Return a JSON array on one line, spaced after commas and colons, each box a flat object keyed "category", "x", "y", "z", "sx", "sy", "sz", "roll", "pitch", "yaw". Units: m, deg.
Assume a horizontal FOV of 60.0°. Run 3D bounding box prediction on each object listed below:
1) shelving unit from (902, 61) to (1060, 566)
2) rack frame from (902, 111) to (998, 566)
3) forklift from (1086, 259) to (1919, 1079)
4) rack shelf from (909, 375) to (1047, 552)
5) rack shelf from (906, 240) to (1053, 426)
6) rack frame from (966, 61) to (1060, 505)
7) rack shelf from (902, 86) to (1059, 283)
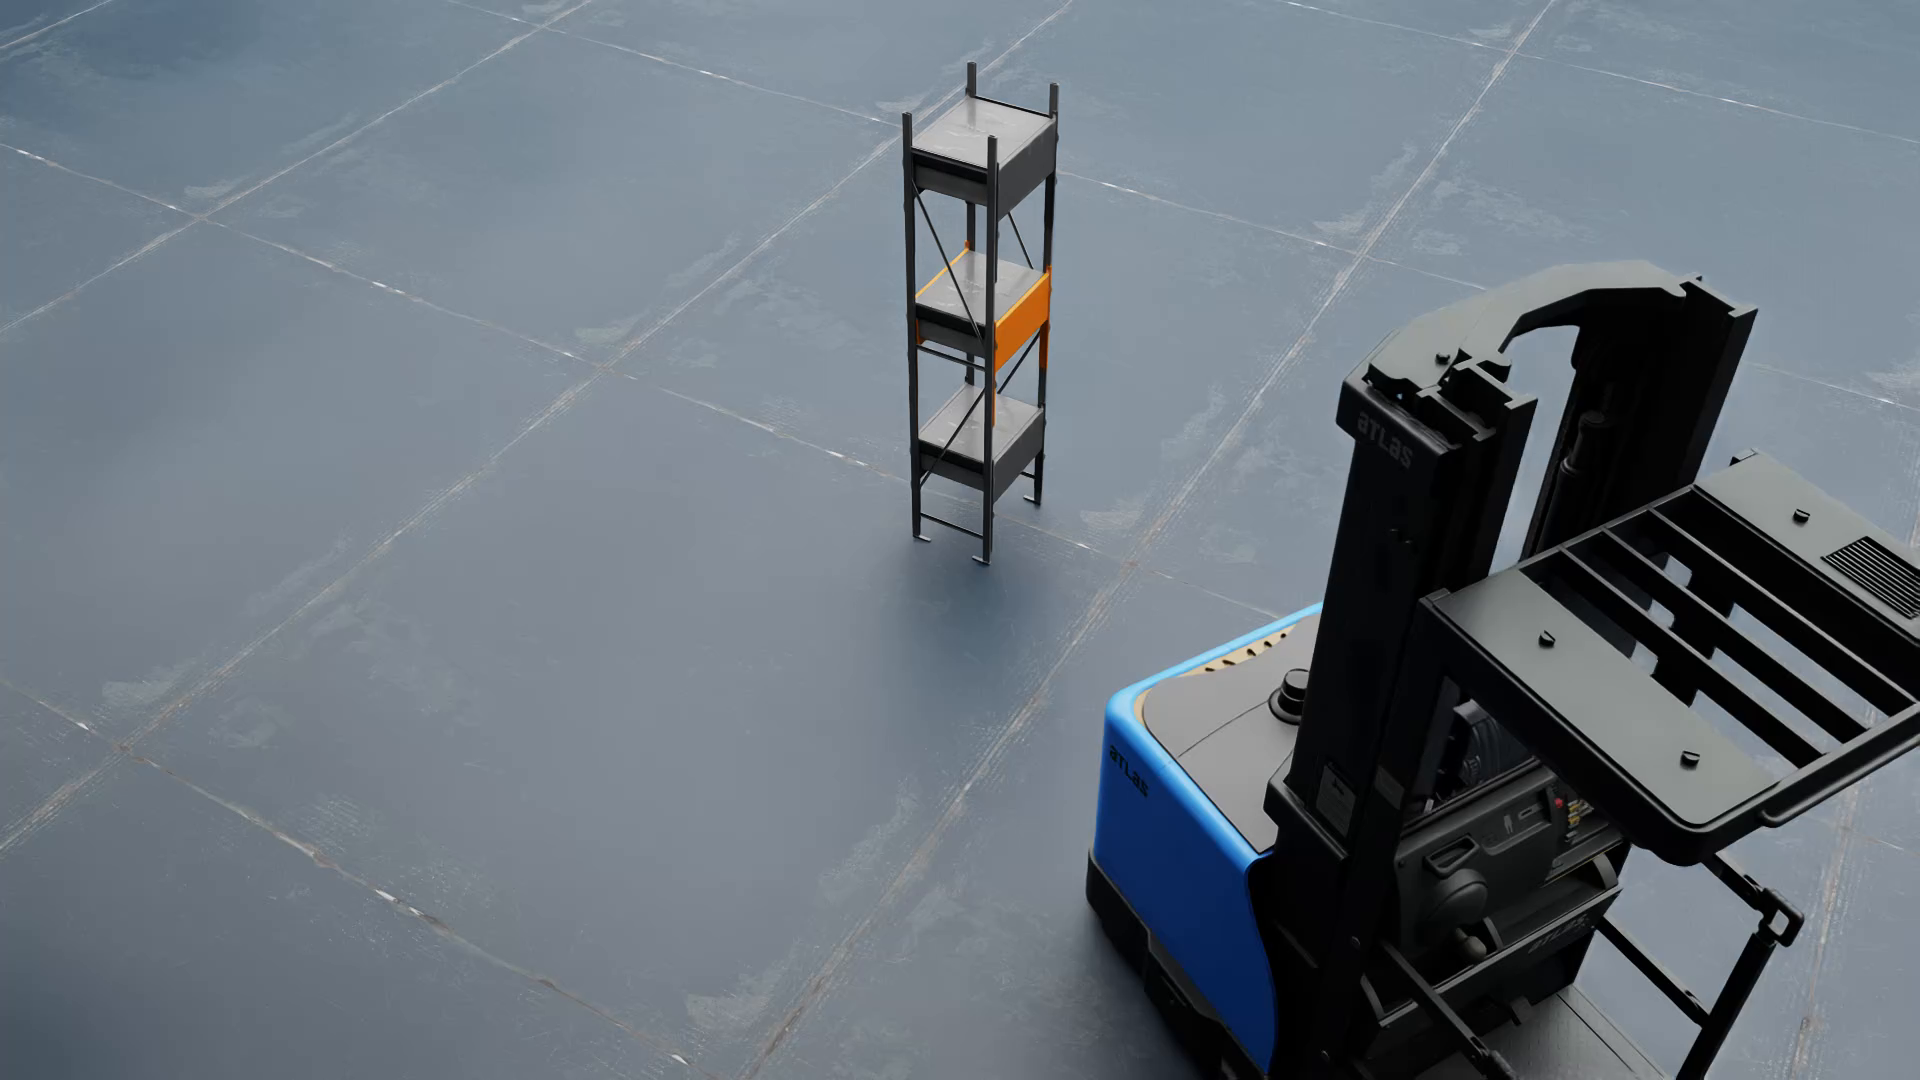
[{"category": "shelving unit", "x": 0.083, "y": -0.883, "z": 6.979, "sx": 0.431, "sy": 2.100, "sz": 0.503, "roll": 21, "pitch": 45, "yaw": 22}, {"category": "rack frame", "x": -0.039, "y": -0.743, "z": 6.821, "sx": 0.400, "sy": 2.100, "sz": 0.015, "roll": 21, "pitch": 45, "yaw": 22}, {"category": "forklift", "x": 1.629, "y": 0.895, "z": 4.331, "sx": 1.130, "sy": 2.935, "sz": 3.031, "roll": -21, "pitch": 46, "yaw": -22}, {"category": "rack shelf", "x": 0.083, "y": -0.347, "z": 7.451, "sx": 0.431, "sy": 0.518, "sz": 0.480, "roll": 21, "pitch": 45, "yaw": 22}, {"category": "rack shelf", "x": 0.083, "y": -0.872, "z": 6.988, "sx": 0.431, "sy": 0.518, "sz": 0.480, "roll": 21, "pitch": 45, "yaw": 22}, {"category": "rack frame", "x": 0.205, "y": -1.022, "z": 7.138, "sx": 0.400, "sy": 2.100, "sz": 0.015, "roll": 21, "pitch": 45, "yaw": 22}, {"category": "rack shelf", "x": 0.083, "y": -1.398, "z": 6.526, "sx": 0.431, "sy": 0.518, "sz": 0.480, "roll": 21, "pitch": 45, "yaw": 22}]
